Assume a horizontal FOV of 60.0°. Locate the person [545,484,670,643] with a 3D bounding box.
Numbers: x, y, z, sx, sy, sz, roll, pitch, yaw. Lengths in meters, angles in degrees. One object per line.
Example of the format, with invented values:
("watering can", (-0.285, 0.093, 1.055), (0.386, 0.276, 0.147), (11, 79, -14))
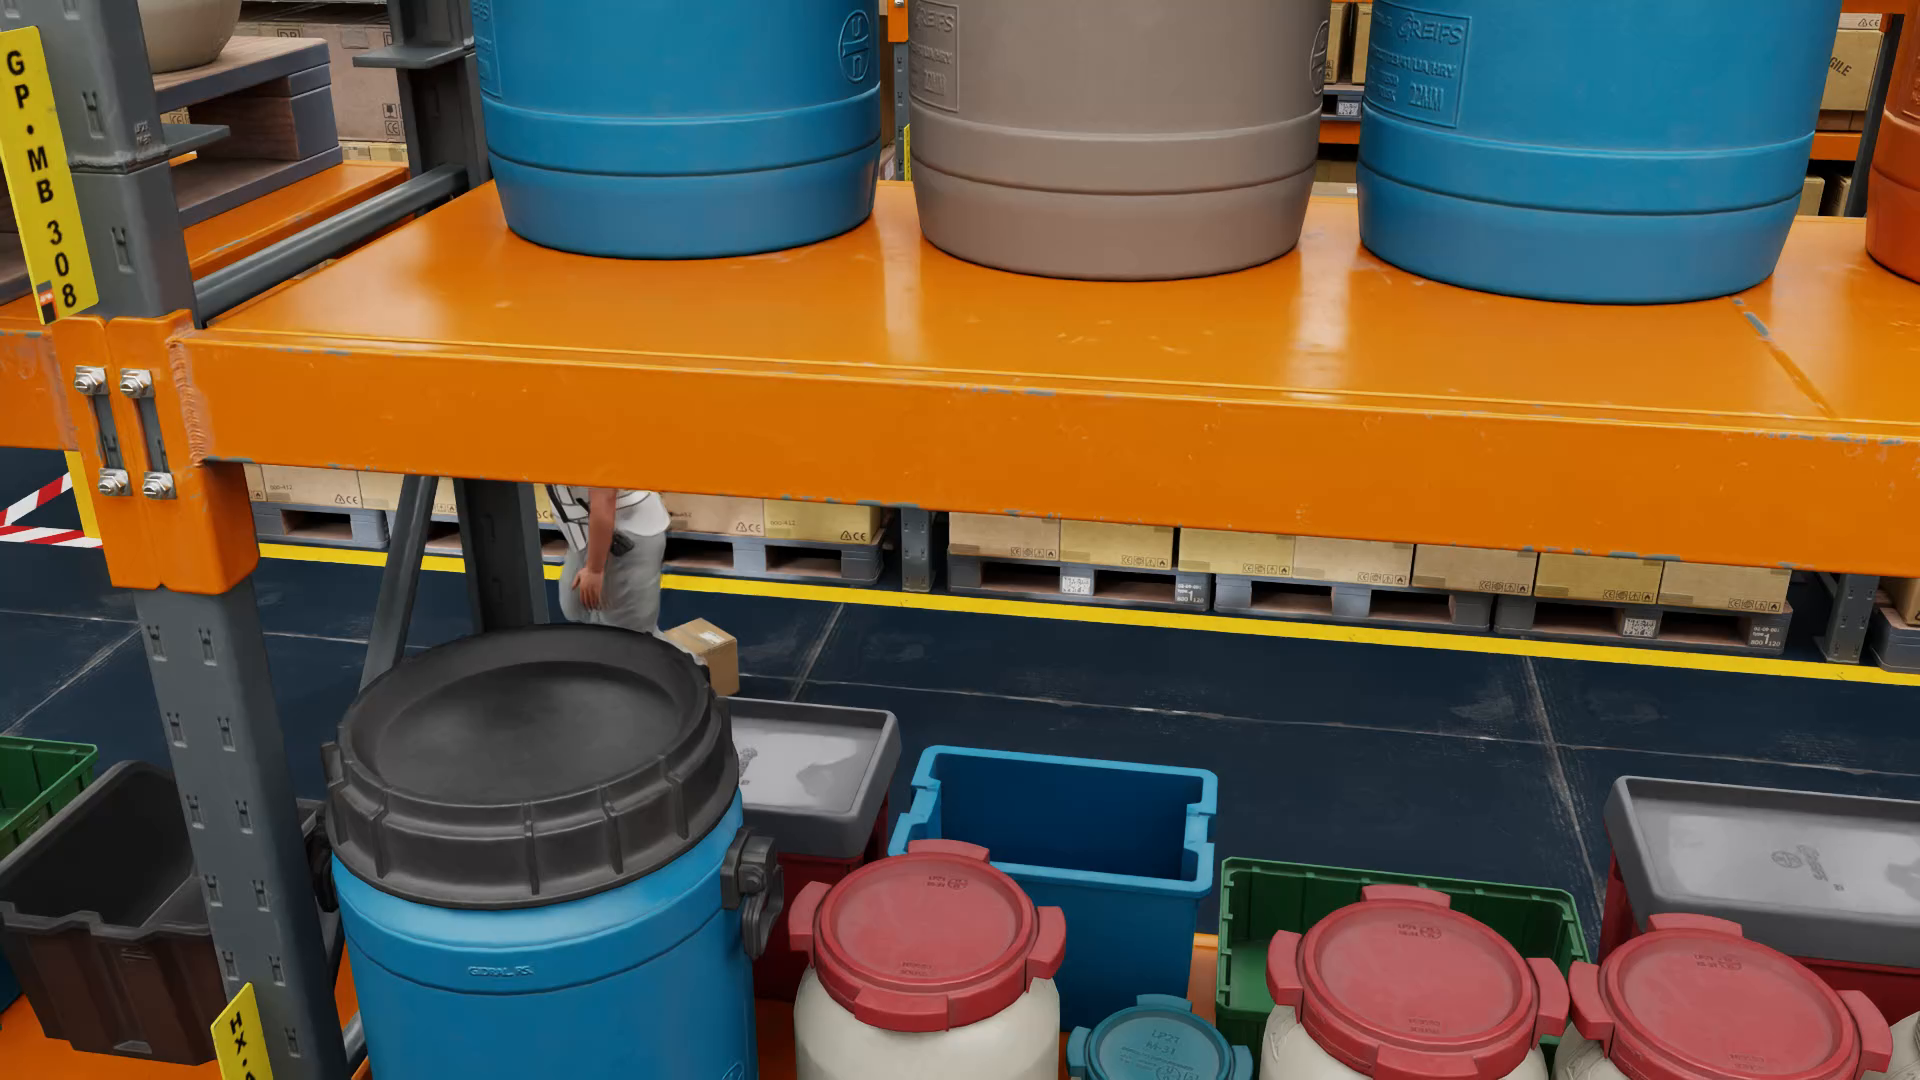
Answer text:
("person", (-1.261, -0.012, 6.101), (0.475, 1.761, 0.566), (-7, 26, -15))
